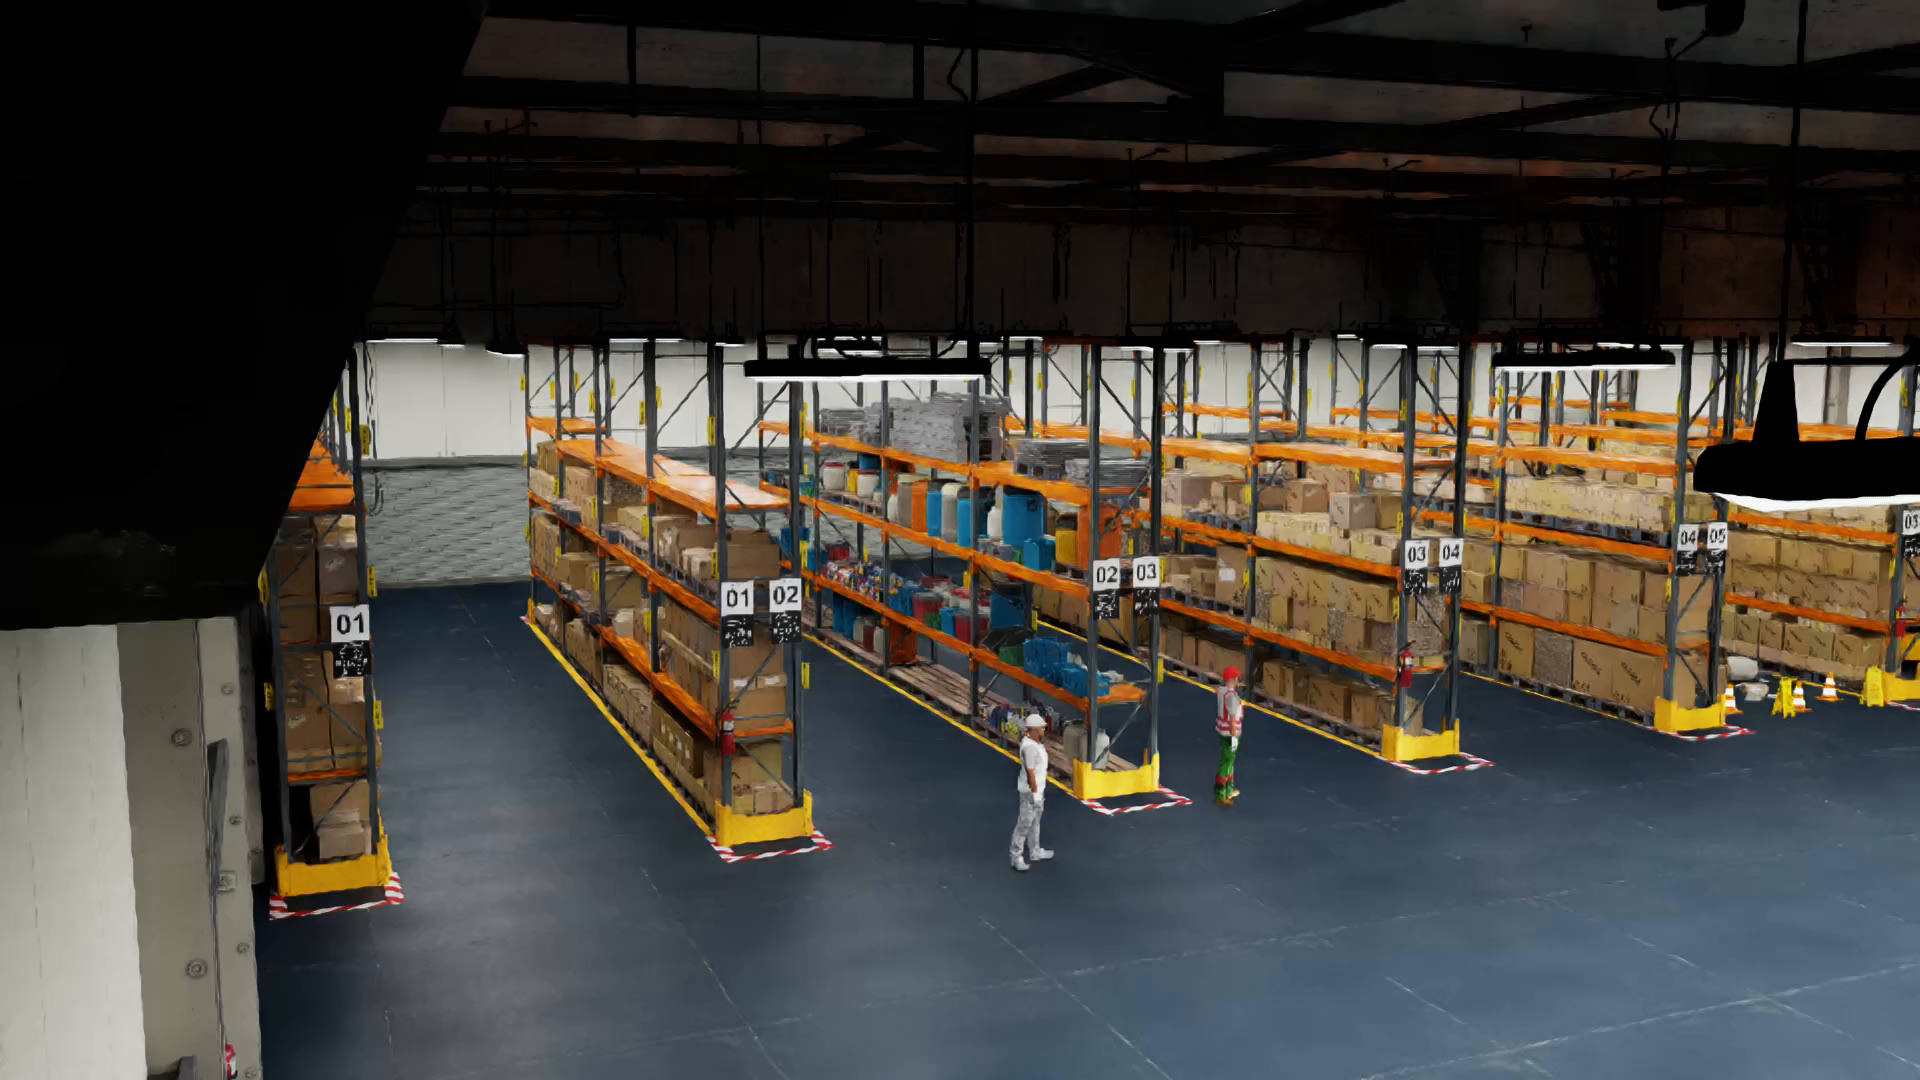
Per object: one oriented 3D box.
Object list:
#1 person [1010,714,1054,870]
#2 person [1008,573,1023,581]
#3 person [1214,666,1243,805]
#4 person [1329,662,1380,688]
[{"bbox_3d":[0.835,2.894,19.265,0.493,1.782,0.645,1,8,6],"label":"person"},{"bbox_3d":[1.102,1.046,33.252,0.584,1.723,0.654,1,8,9],"label":"person"},{"bbox_3d":[3.538,2.548,21.833,0.464,1.795,0.673,-1,8,-9],"label":"person"},{"bbox_3d":[6.741,1.743,28.510,0.621,1.606,0.811,-6,10,-39],"label":"person"}]
